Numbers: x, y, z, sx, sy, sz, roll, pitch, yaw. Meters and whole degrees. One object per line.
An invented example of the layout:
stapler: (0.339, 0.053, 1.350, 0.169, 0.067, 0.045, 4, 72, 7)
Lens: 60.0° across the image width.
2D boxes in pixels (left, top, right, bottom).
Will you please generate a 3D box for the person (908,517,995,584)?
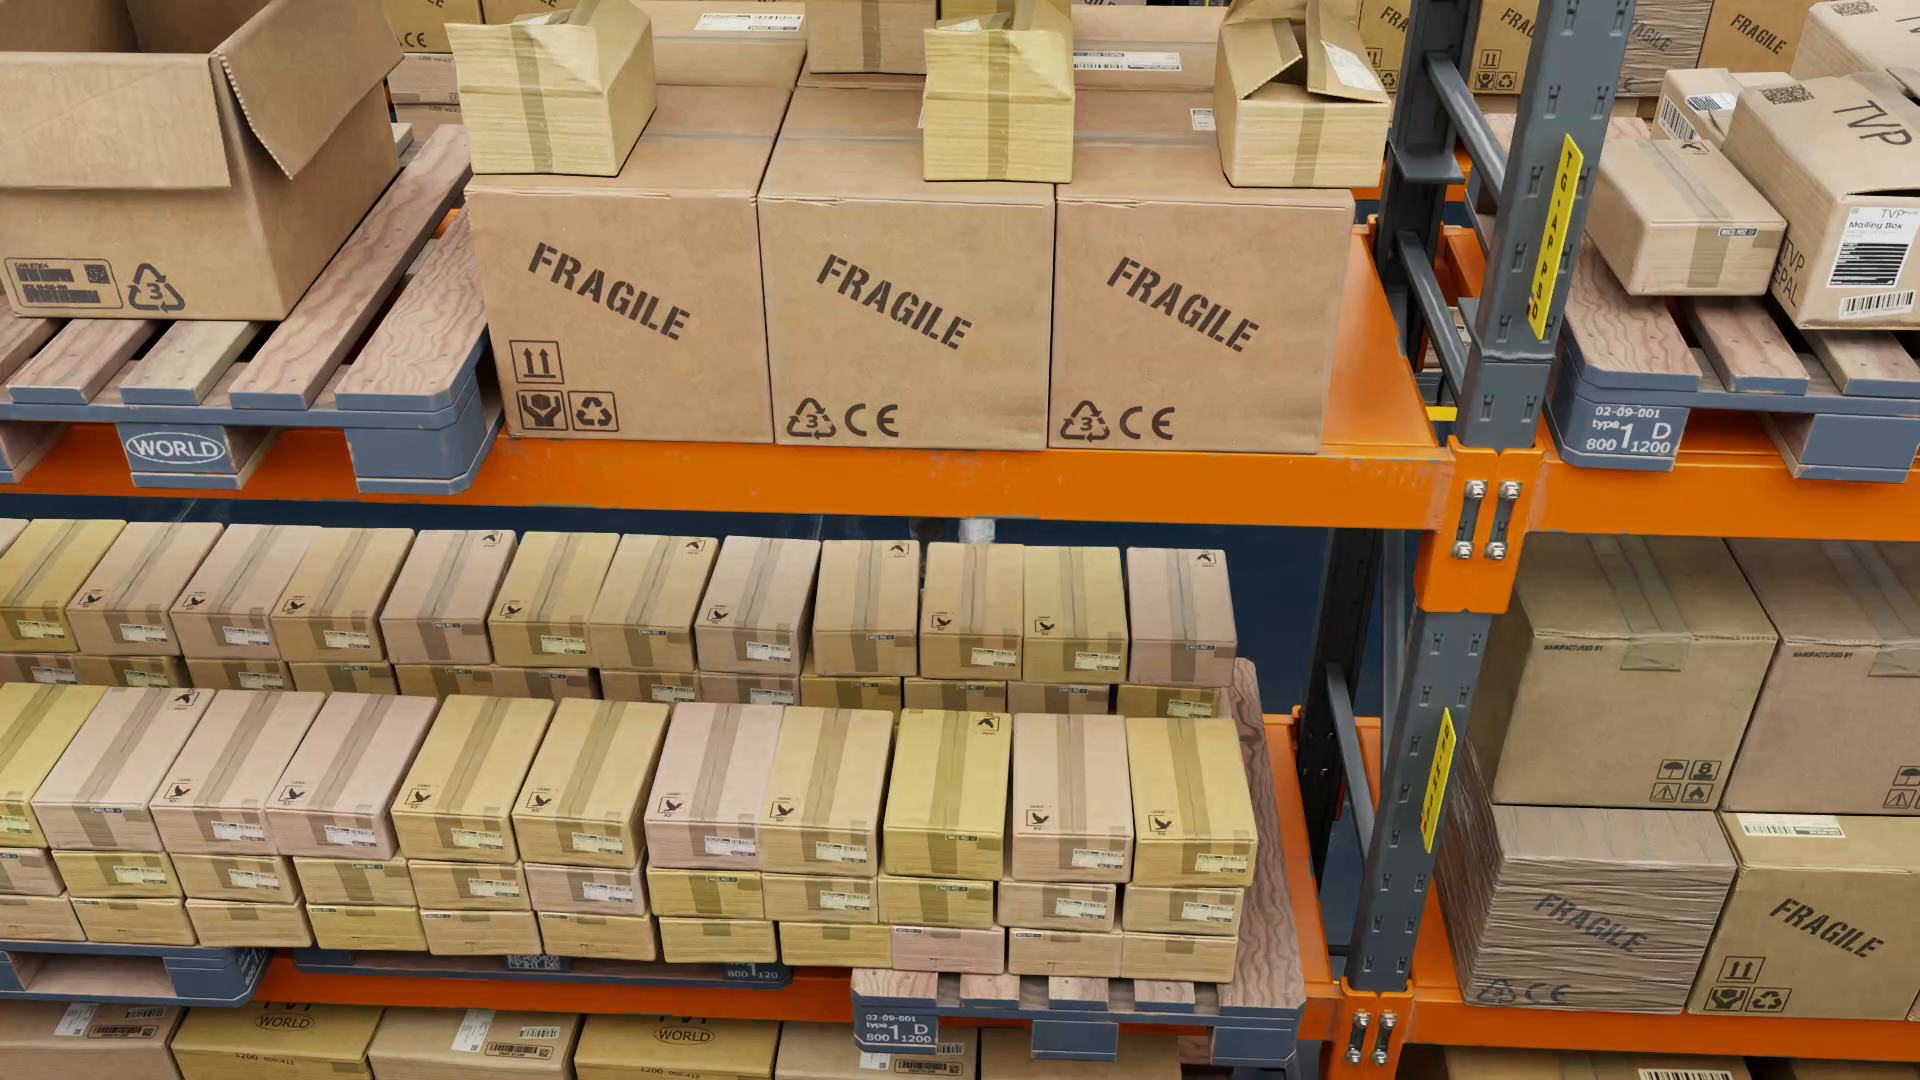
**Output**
person: (-0.056, -0.463, 6.764, 0.600, 1.769, 0.732, -6, 36, -8)
